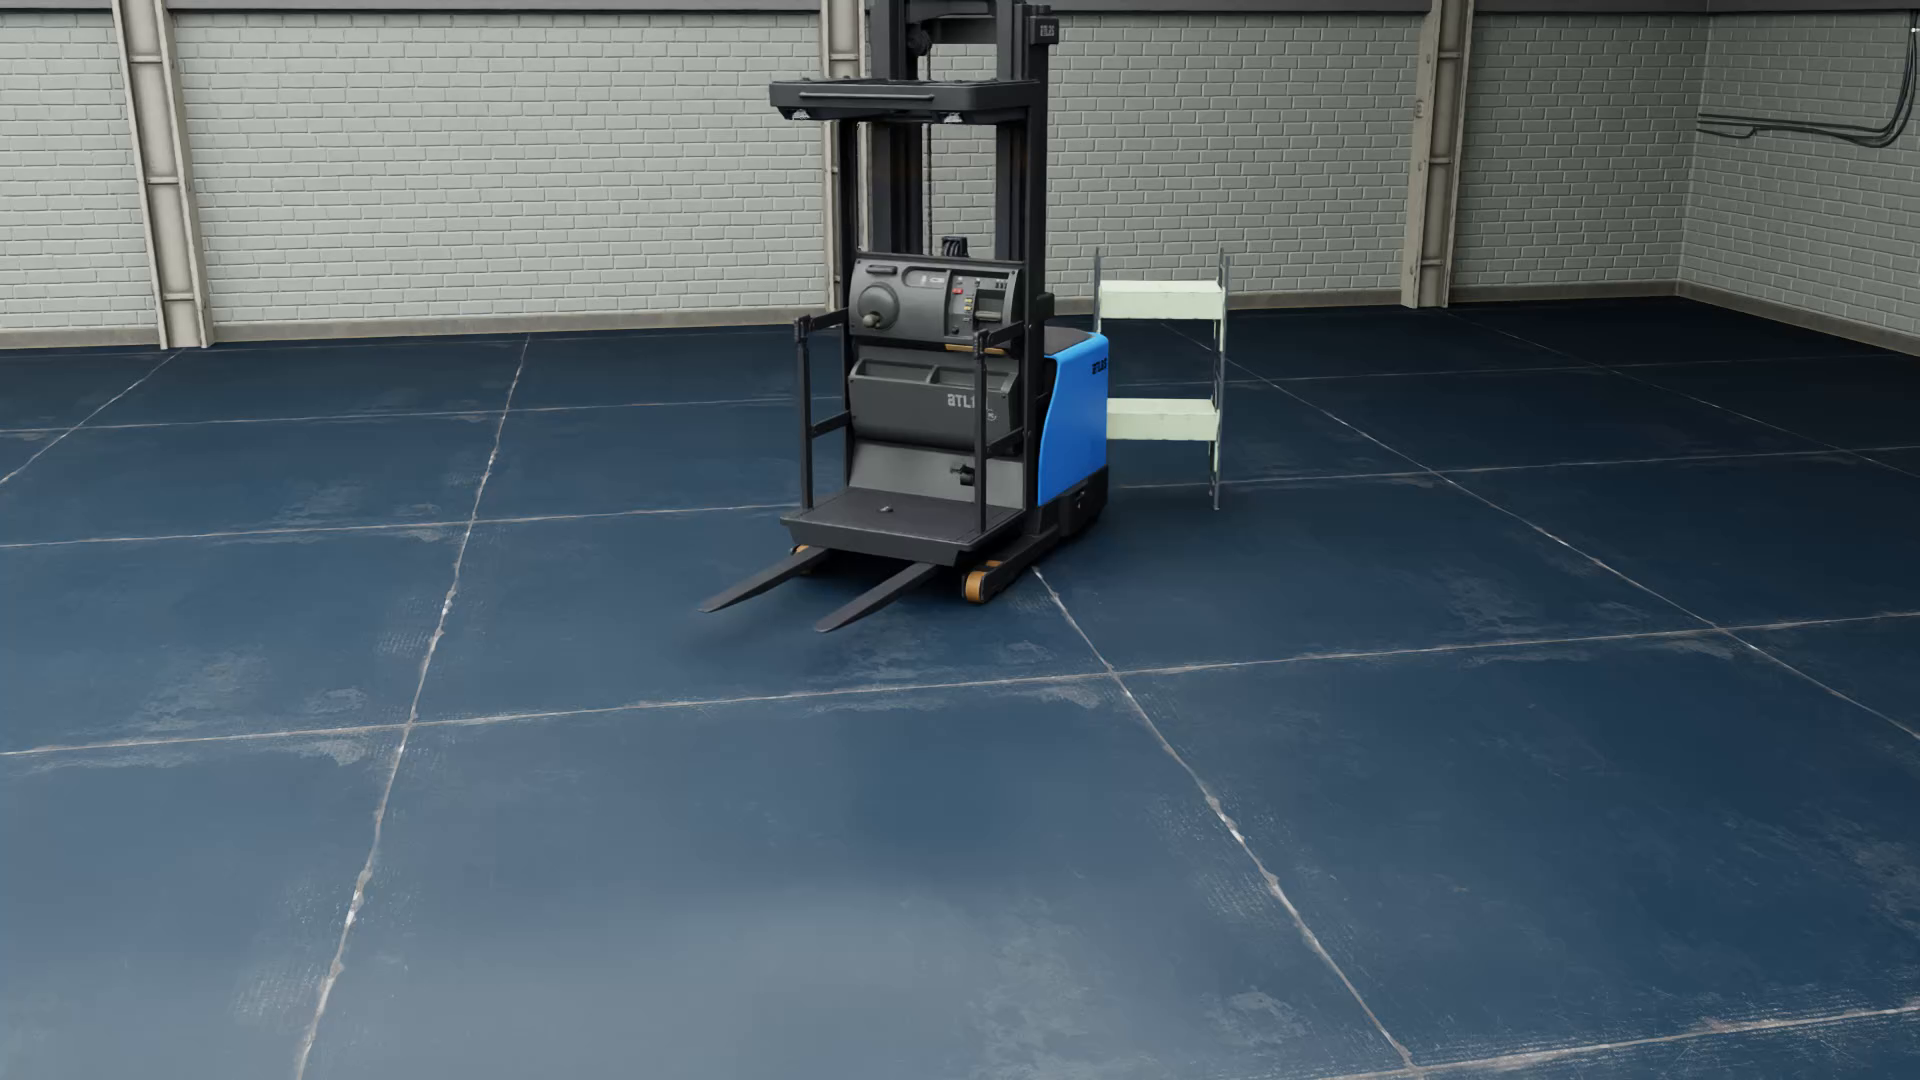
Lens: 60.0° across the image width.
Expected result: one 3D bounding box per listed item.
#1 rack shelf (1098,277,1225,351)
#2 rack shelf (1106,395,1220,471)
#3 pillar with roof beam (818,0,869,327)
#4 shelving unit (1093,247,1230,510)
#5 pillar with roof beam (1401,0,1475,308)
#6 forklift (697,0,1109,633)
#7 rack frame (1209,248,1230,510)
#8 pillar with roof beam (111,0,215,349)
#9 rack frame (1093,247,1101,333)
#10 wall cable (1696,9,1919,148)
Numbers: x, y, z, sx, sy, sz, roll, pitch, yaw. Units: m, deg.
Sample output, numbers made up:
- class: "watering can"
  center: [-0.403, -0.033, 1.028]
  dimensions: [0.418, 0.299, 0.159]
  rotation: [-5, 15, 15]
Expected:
- class: "rack shelf"
  center: [1.169, -1.333, 9.769]
  dimensions: [0.720, 0.370, 0.431]
  rotation: [1, 17, 3]
- class: "rack shelf"
  center: [1.169, -0.649, 9.980]
  dimensions: [0.720, 0.370, 0.431]
  rotation: [1, 17, 3]
- class: "pillar with roof beam"
  center: [-0.273, -5.155, 10.770]
  dimensions: [0.400, 9.000, 9.100]
  rotation: [-3, 17, -10]
- class: "shelving unit"
  center: [1.169, -0.960, 9.884]
  dimensions: [0.755, 1.500, 0.431]
  rotation: [1, 17, 3]
- class: "pillar with roof beam"
  center: [5.618, -5.489, 11.858]
  dimensions: [0.400, 9.000, 9.100]
  rotation: [-3, 17, -10]
- class: "forklift"
  center: [-0.232, -1.230, 8.324]
  dimensions: [1.130, 2.935, 3.031]
  rotation: [8, 19, 25]
- class: "rack frame"
  center: [1.535, -0.954, 9.863]
  dimensions: [0.023, 1.500, 0.400]
  rotation: [1, 17, 3]
- class: "pillar with roof beam"
  center: [-6.164, -4.821, 9.682]
  dimensions: [0.400, 9.000, 9.100]
  rotation: [-3, 17, -10]
- class: "rack frame"
  center: [0.804, -0.967, 9.905]
  dimensions: [0.023, 1.500, 0.400]
  rotation: [1, 17, 3]
- class: "wall cable"
  center: [7.945, -5.029, 15.647]
  dimensions: [0.112, 2.526, 3.097]
  rotation: [-3, 17, -10]
